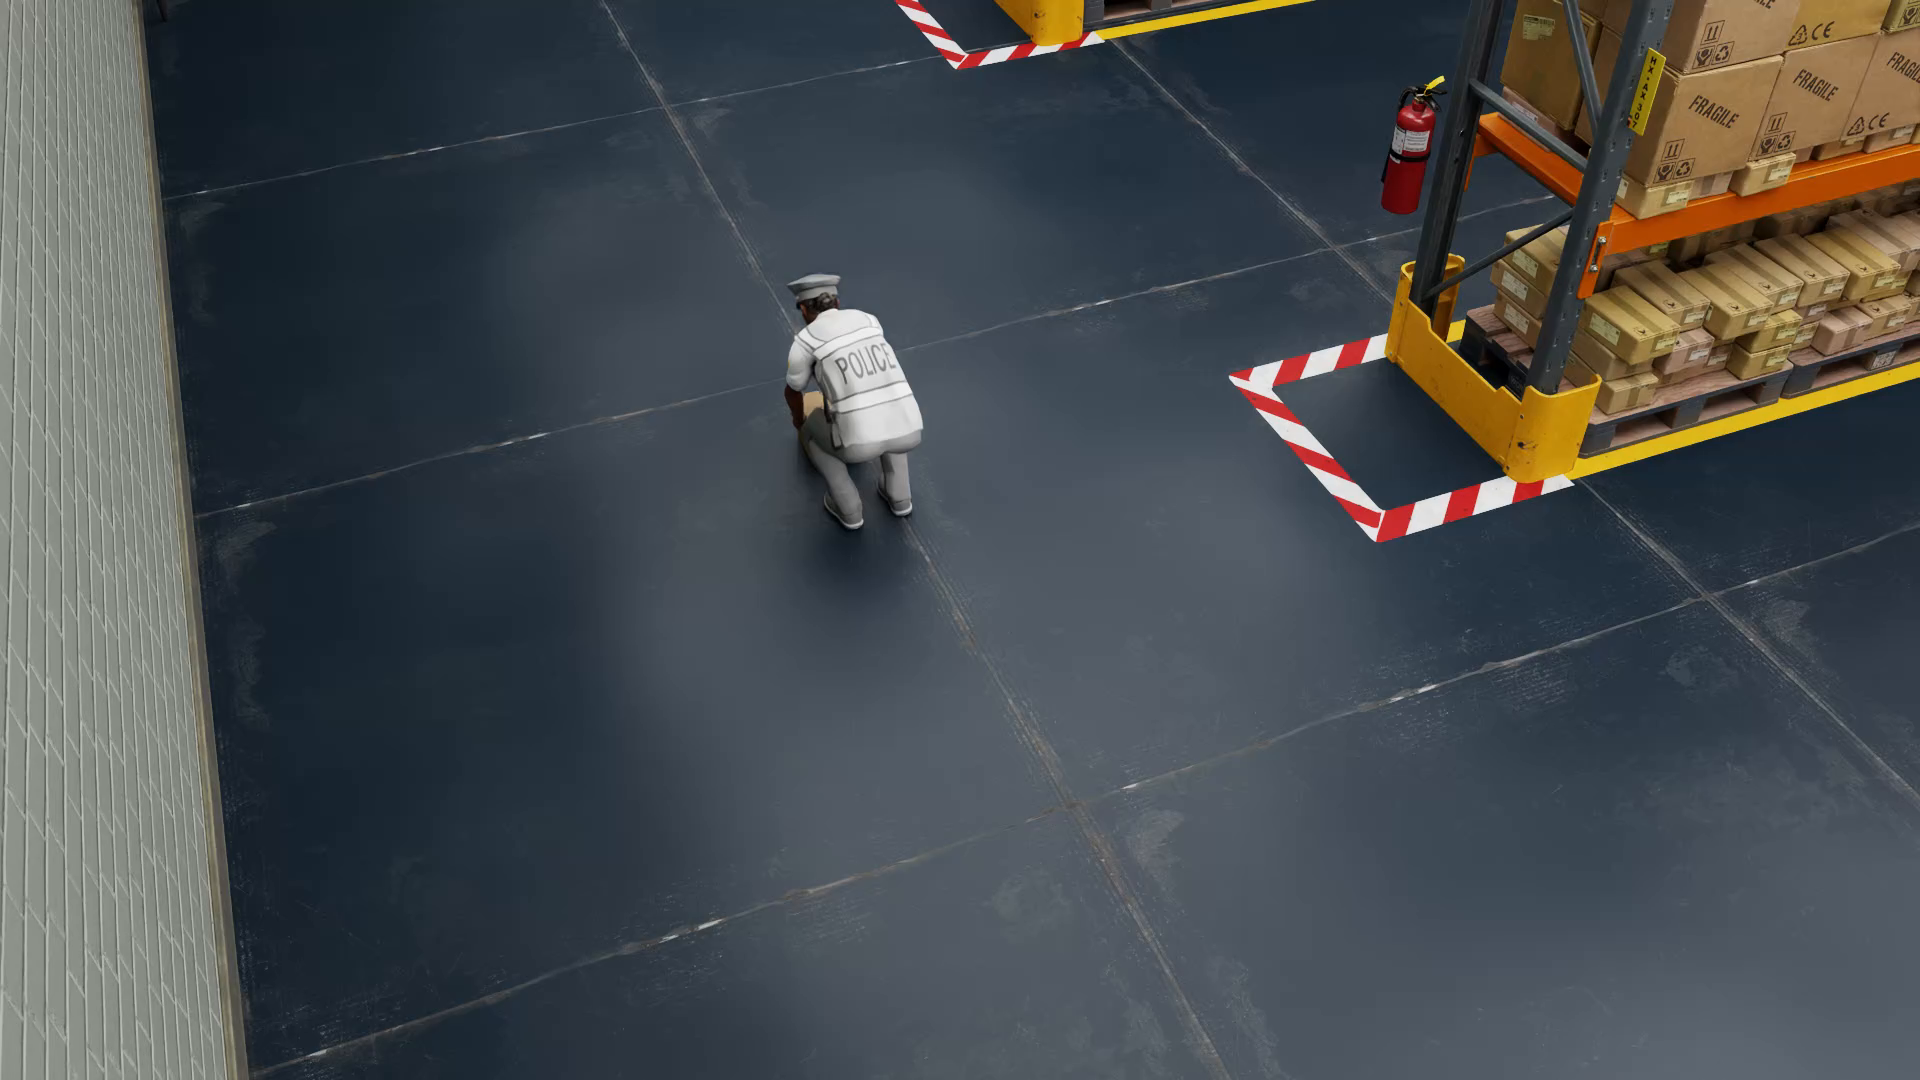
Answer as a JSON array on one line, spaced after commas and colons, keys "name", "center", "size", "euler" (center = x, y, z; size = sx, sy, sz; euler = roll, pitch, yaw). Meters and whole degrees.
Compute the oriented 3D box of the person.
[{"name": "person", "center": [-0.485, -0.602, 7.303], "size": [0.492, 1.034, 0.846], "euler": [-16, 44, -17]}]
